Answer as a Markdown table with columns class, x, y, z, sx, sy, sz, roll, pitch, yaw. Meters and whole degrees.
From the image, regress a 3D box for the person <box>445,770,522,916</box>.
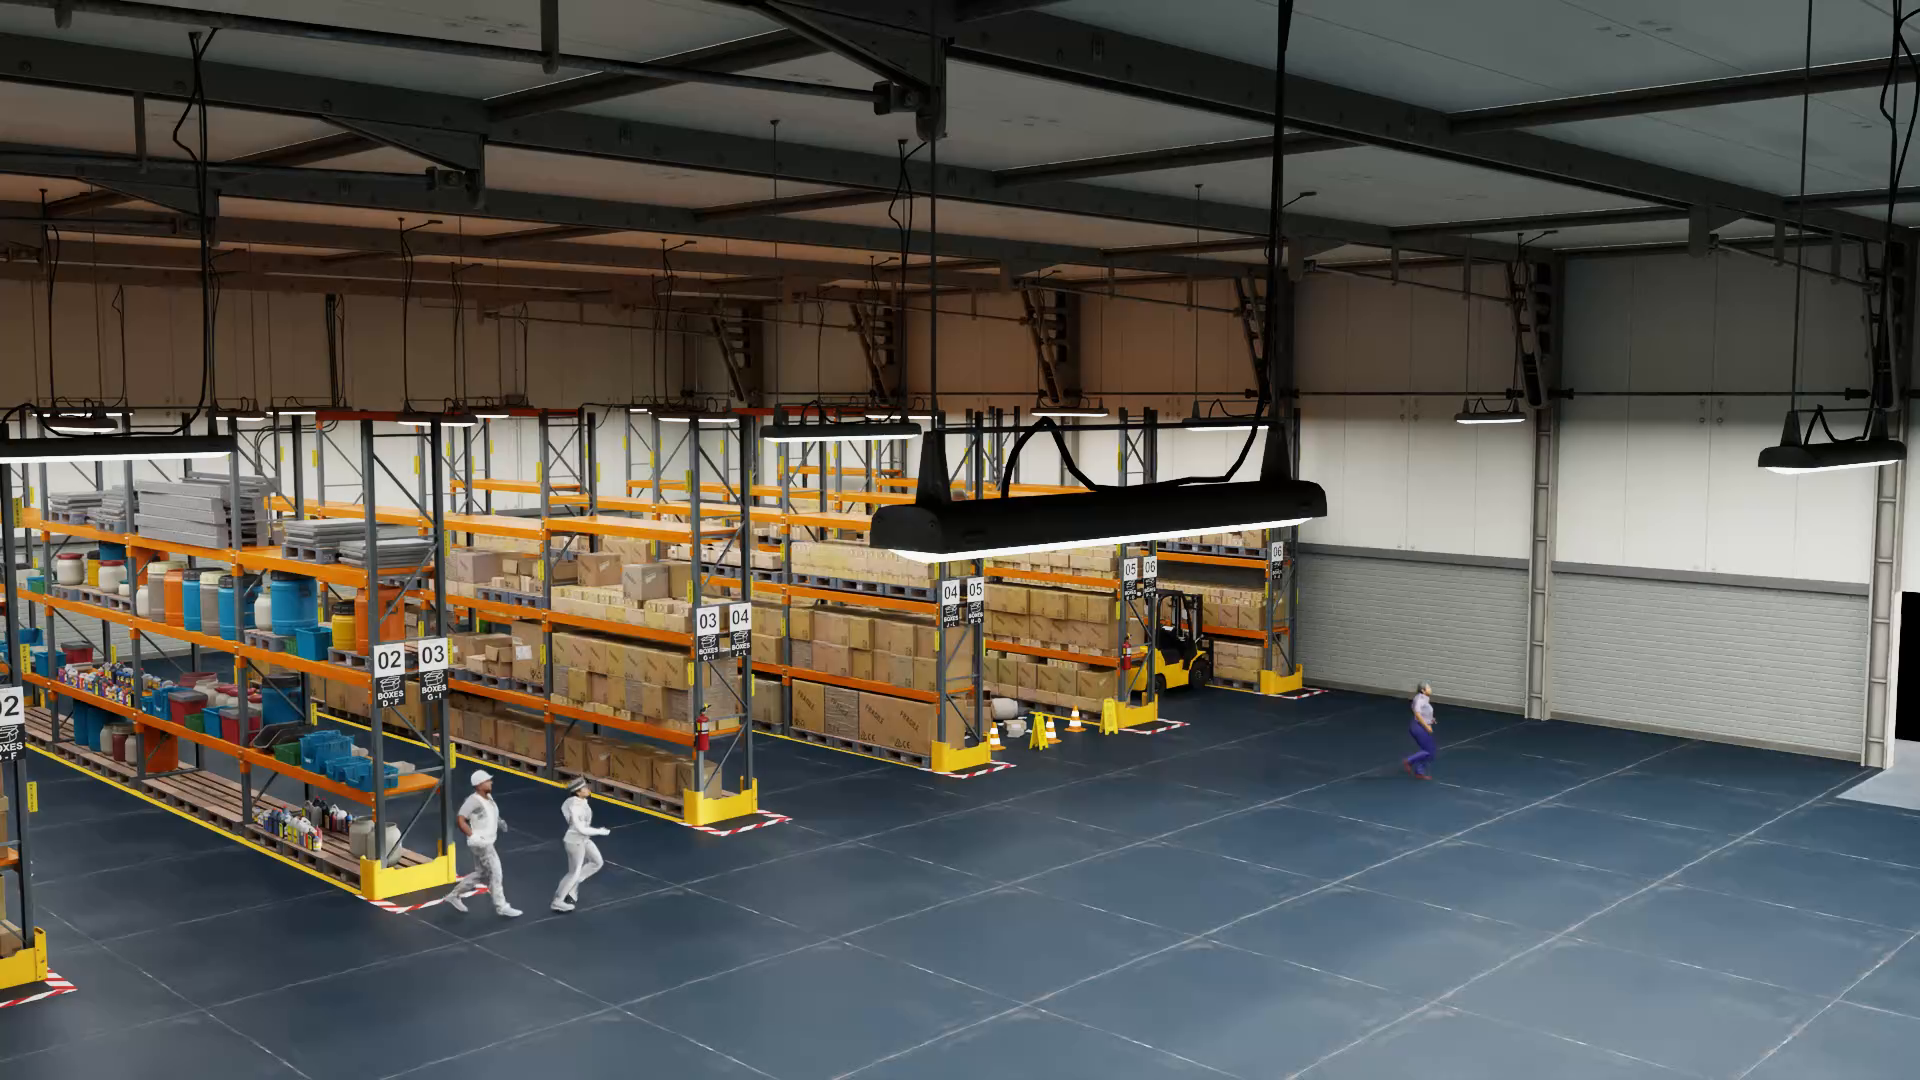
| class | x | y | z | sx | sy | sz | roll | pitch | yaw |
| --- | --- | --- | --- | --- | --- | --- | --- | --- | --- |
| person | -5.761 | 3.652 | 20.061 | 0.915 | 1.769 | 0.691 | -1 | 5 | -6 |

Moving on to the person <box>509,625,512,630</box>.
| class | x | y | z | sx | sy | sz | roll | pitch | yaw |
| --- | --- | --- | --- | --- | --- | --- | --- | --- | --- |
| person | -10.997 | 1.813 | 41.483 | 0.639 | 1.702 | 0.616 | 5 | 7 | 43 |

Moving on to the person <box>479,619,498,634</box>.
| class | x | y | z | sx | sy | sz | roll | pitch | yaw |
| --- | --- | --- | --- | --- | --- | --- | --- | --- | --- |
| person | -11.735 | 1.838 | 41.046 | 0.685 | 1.744 | 0.663 | 5 | 7 | 44 |

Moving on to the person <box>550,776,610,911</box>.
| class | x | y | z | sx | sy | sz | roll | pitch | yaw |
| --- | --- | --- | --- | --- | --- | --- | --- | --- | --- |
| person | -4.656 | 3.697 | 20.386 | 0.728 | 1.644 | 0.631 | -1 | 5 | -7 |

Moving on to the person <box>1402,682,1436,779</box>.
| class | x | y | z | sx | sy | sz | roll | pitch | yaw |
| --- | --- | --- | --- | --- | --- | --- | --- | --- | --- |
| person | 7.533 | 3.129 | 27.281 | 0.596 | 1.613 | 0.600 | 0 | 5 | 4 |
